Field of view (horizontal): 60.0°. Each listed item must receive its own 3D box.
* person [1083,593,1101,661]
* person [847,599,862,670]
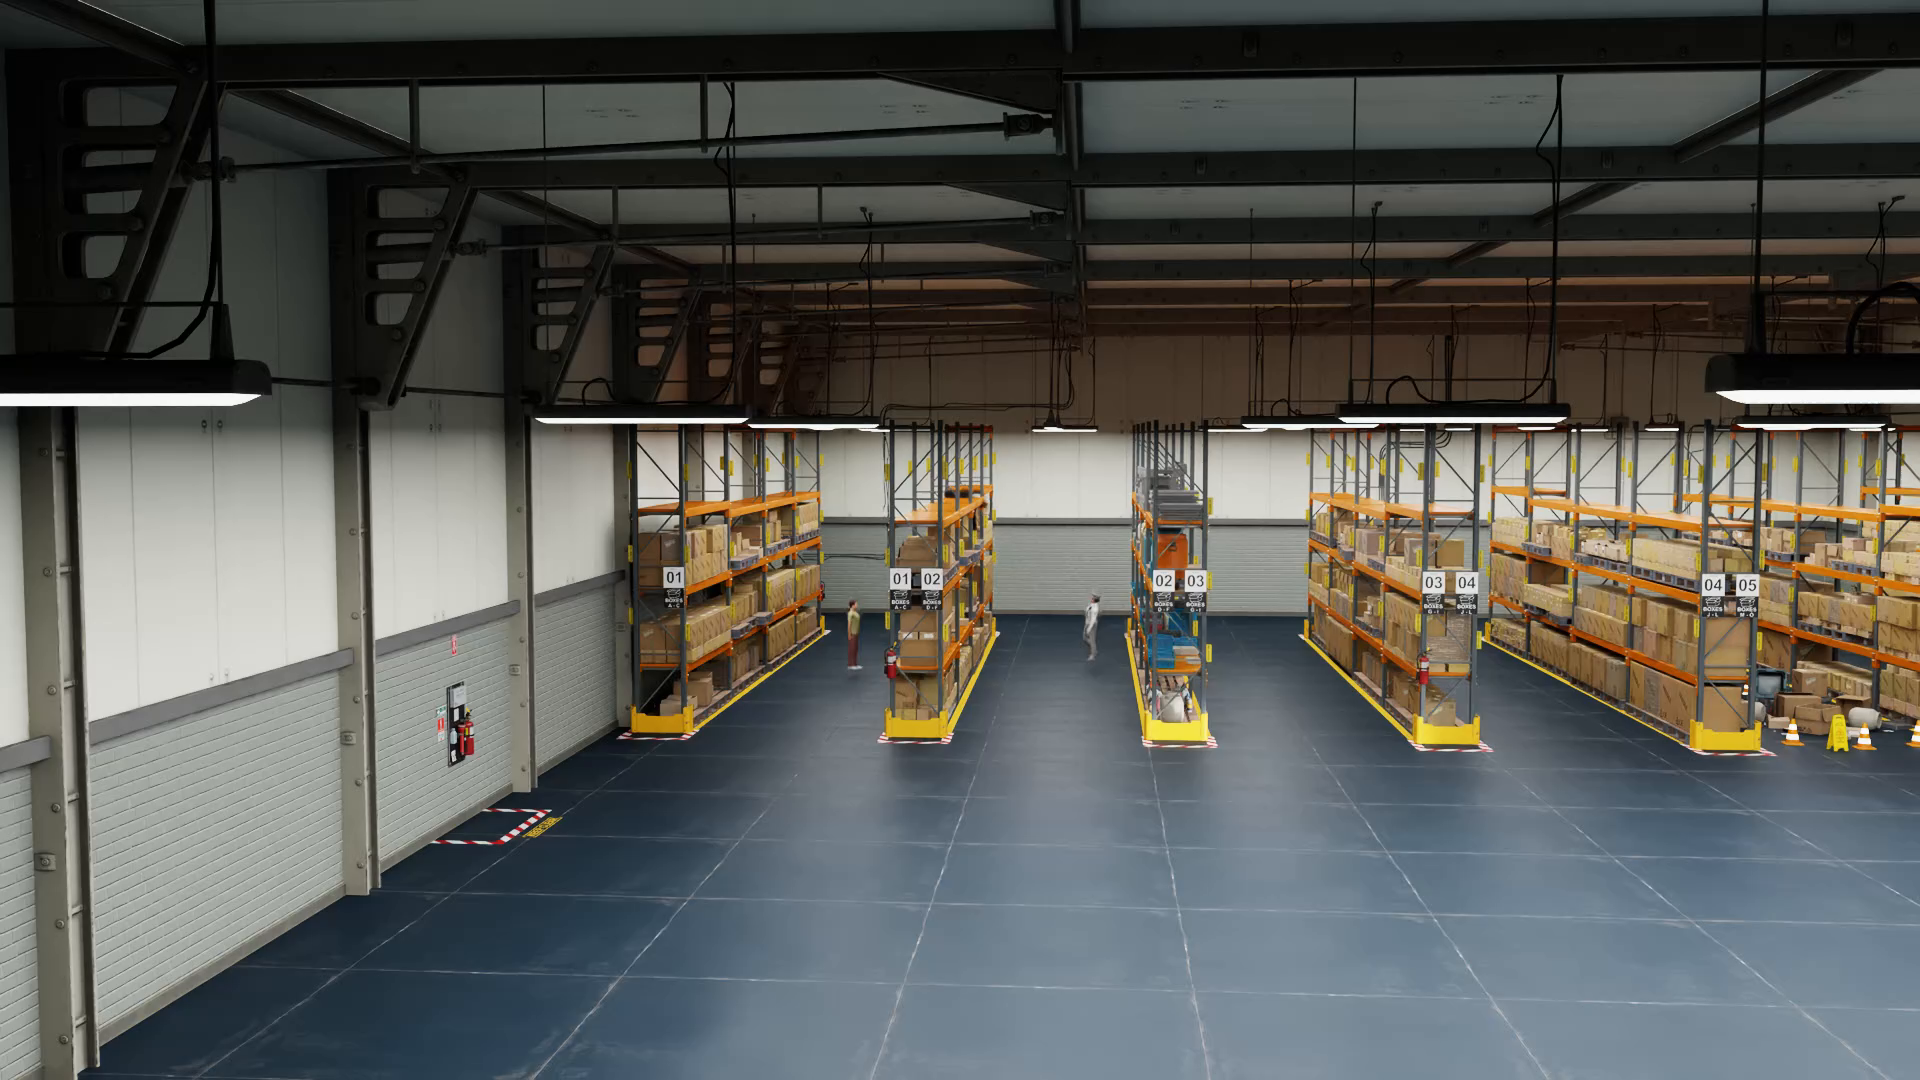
[{"bbox_3d":[3.265,2.142,41.296,0.418,1.690,0.582,-1,4,-15],"label":"person"},{"bbox_3d":[-2.539,2.247,39.633,0.325,1.678,0.544,1,4,11],"label":"person"}]
